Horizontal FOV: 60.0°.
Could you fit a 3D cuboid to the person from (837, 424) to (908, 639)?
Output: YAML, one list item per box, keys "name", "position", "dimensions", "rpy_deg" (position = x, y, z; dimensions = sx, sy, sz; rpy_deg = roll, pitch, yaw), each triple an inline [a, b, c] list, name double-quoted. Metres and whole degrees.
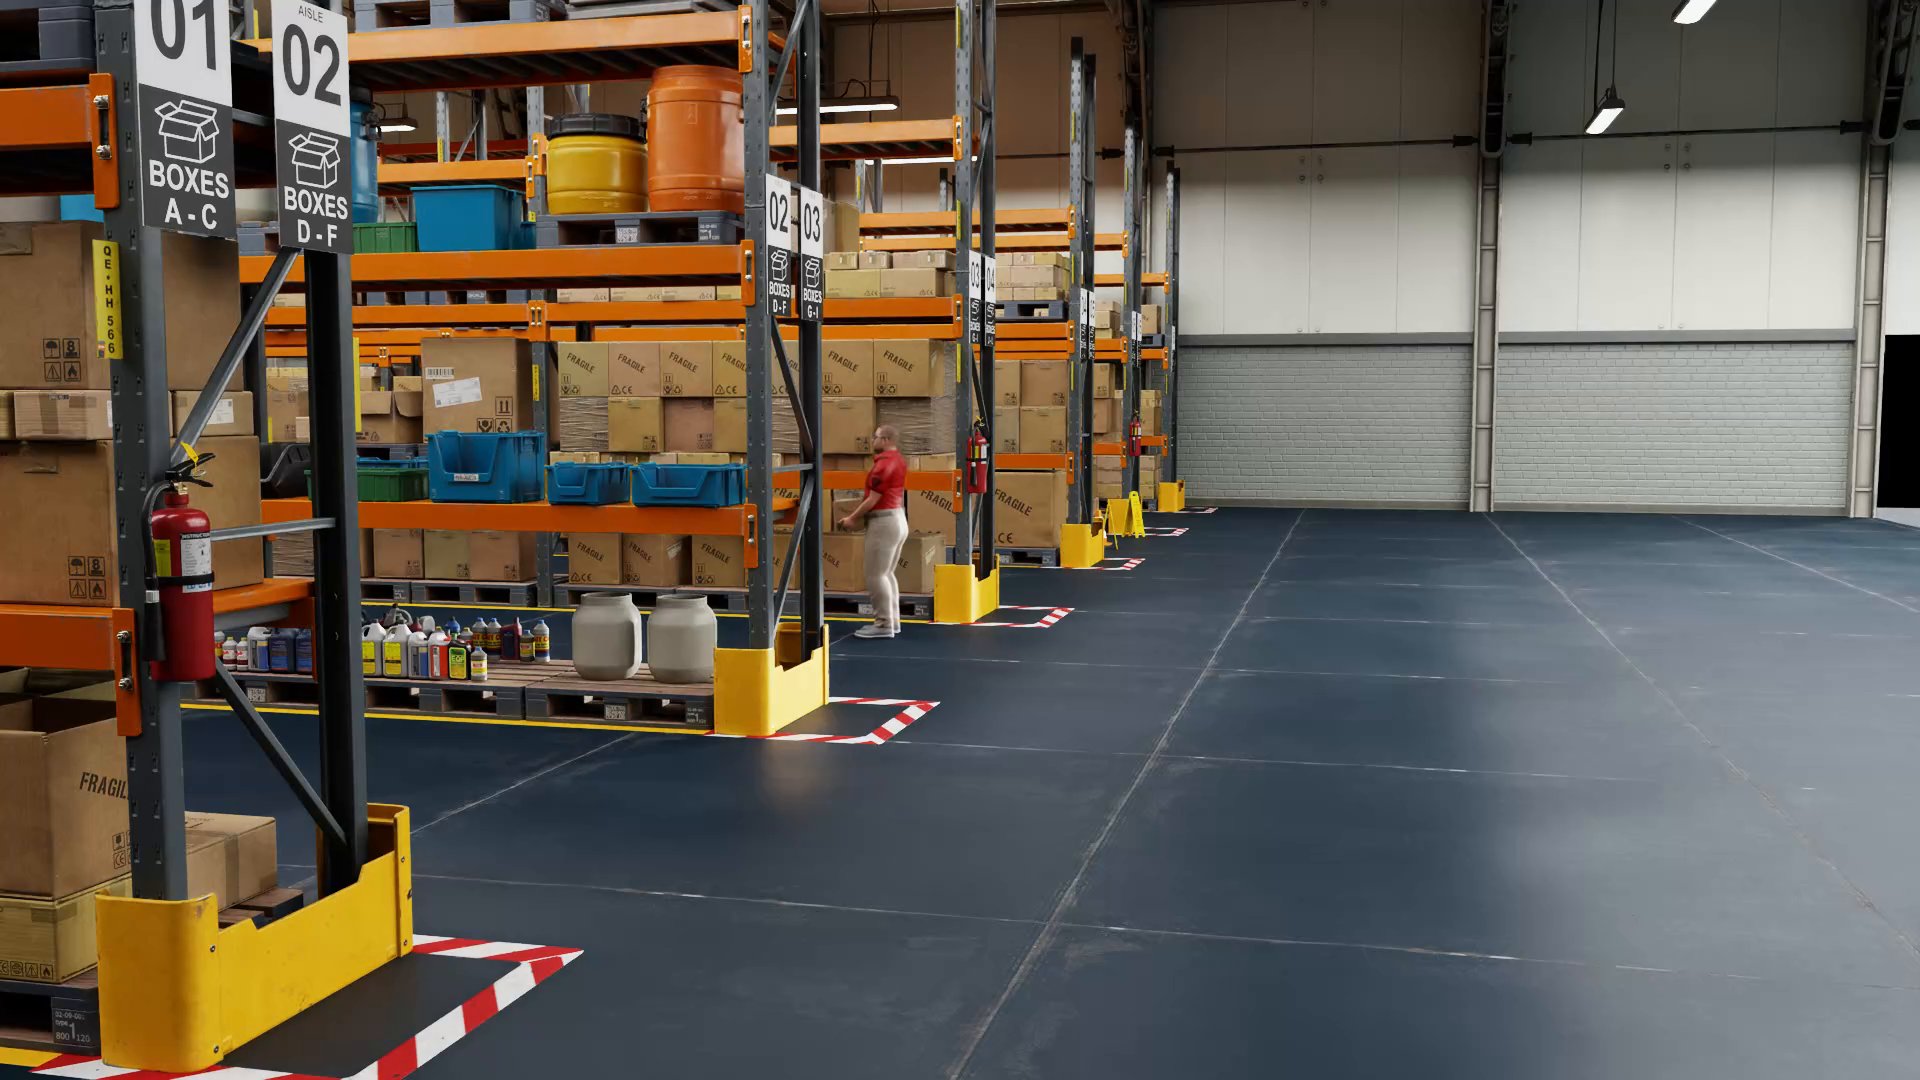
- name: "person"
  position: [-0.704, -0.036, 13.521]
  dimensions: [0.530, 1.645, 0.514]
  rpy_deg: [1, 5, 13]
